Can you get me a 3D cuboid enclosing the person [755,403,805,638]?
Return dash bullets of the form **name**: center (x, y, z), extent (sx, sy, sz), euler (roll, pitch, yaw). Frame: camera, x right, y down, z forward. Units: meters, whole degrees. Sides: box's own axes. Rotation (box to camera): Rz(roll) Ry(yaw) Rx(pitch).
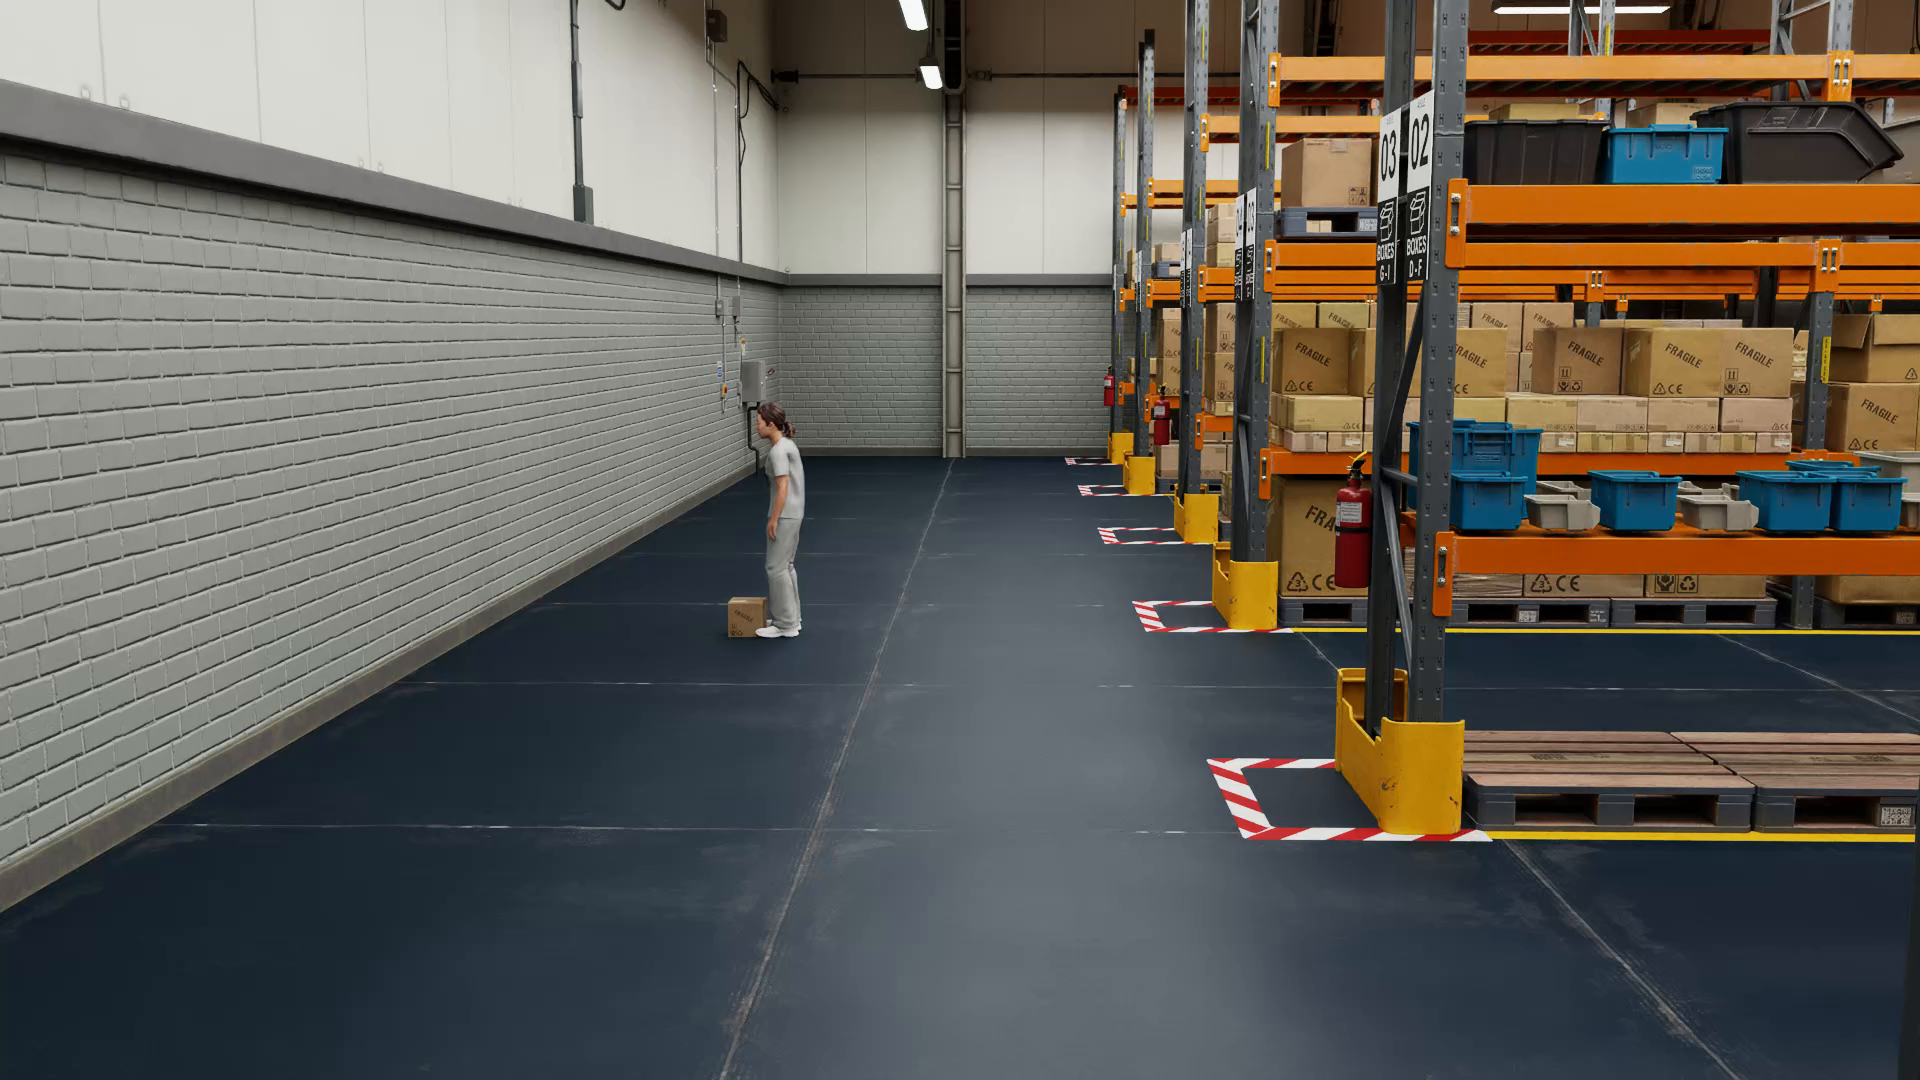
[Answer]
- **person**: center (-1.291, -0.148, 11.932), extent (0.356, 1.673, 0.508), euler (0, 7, -1)
